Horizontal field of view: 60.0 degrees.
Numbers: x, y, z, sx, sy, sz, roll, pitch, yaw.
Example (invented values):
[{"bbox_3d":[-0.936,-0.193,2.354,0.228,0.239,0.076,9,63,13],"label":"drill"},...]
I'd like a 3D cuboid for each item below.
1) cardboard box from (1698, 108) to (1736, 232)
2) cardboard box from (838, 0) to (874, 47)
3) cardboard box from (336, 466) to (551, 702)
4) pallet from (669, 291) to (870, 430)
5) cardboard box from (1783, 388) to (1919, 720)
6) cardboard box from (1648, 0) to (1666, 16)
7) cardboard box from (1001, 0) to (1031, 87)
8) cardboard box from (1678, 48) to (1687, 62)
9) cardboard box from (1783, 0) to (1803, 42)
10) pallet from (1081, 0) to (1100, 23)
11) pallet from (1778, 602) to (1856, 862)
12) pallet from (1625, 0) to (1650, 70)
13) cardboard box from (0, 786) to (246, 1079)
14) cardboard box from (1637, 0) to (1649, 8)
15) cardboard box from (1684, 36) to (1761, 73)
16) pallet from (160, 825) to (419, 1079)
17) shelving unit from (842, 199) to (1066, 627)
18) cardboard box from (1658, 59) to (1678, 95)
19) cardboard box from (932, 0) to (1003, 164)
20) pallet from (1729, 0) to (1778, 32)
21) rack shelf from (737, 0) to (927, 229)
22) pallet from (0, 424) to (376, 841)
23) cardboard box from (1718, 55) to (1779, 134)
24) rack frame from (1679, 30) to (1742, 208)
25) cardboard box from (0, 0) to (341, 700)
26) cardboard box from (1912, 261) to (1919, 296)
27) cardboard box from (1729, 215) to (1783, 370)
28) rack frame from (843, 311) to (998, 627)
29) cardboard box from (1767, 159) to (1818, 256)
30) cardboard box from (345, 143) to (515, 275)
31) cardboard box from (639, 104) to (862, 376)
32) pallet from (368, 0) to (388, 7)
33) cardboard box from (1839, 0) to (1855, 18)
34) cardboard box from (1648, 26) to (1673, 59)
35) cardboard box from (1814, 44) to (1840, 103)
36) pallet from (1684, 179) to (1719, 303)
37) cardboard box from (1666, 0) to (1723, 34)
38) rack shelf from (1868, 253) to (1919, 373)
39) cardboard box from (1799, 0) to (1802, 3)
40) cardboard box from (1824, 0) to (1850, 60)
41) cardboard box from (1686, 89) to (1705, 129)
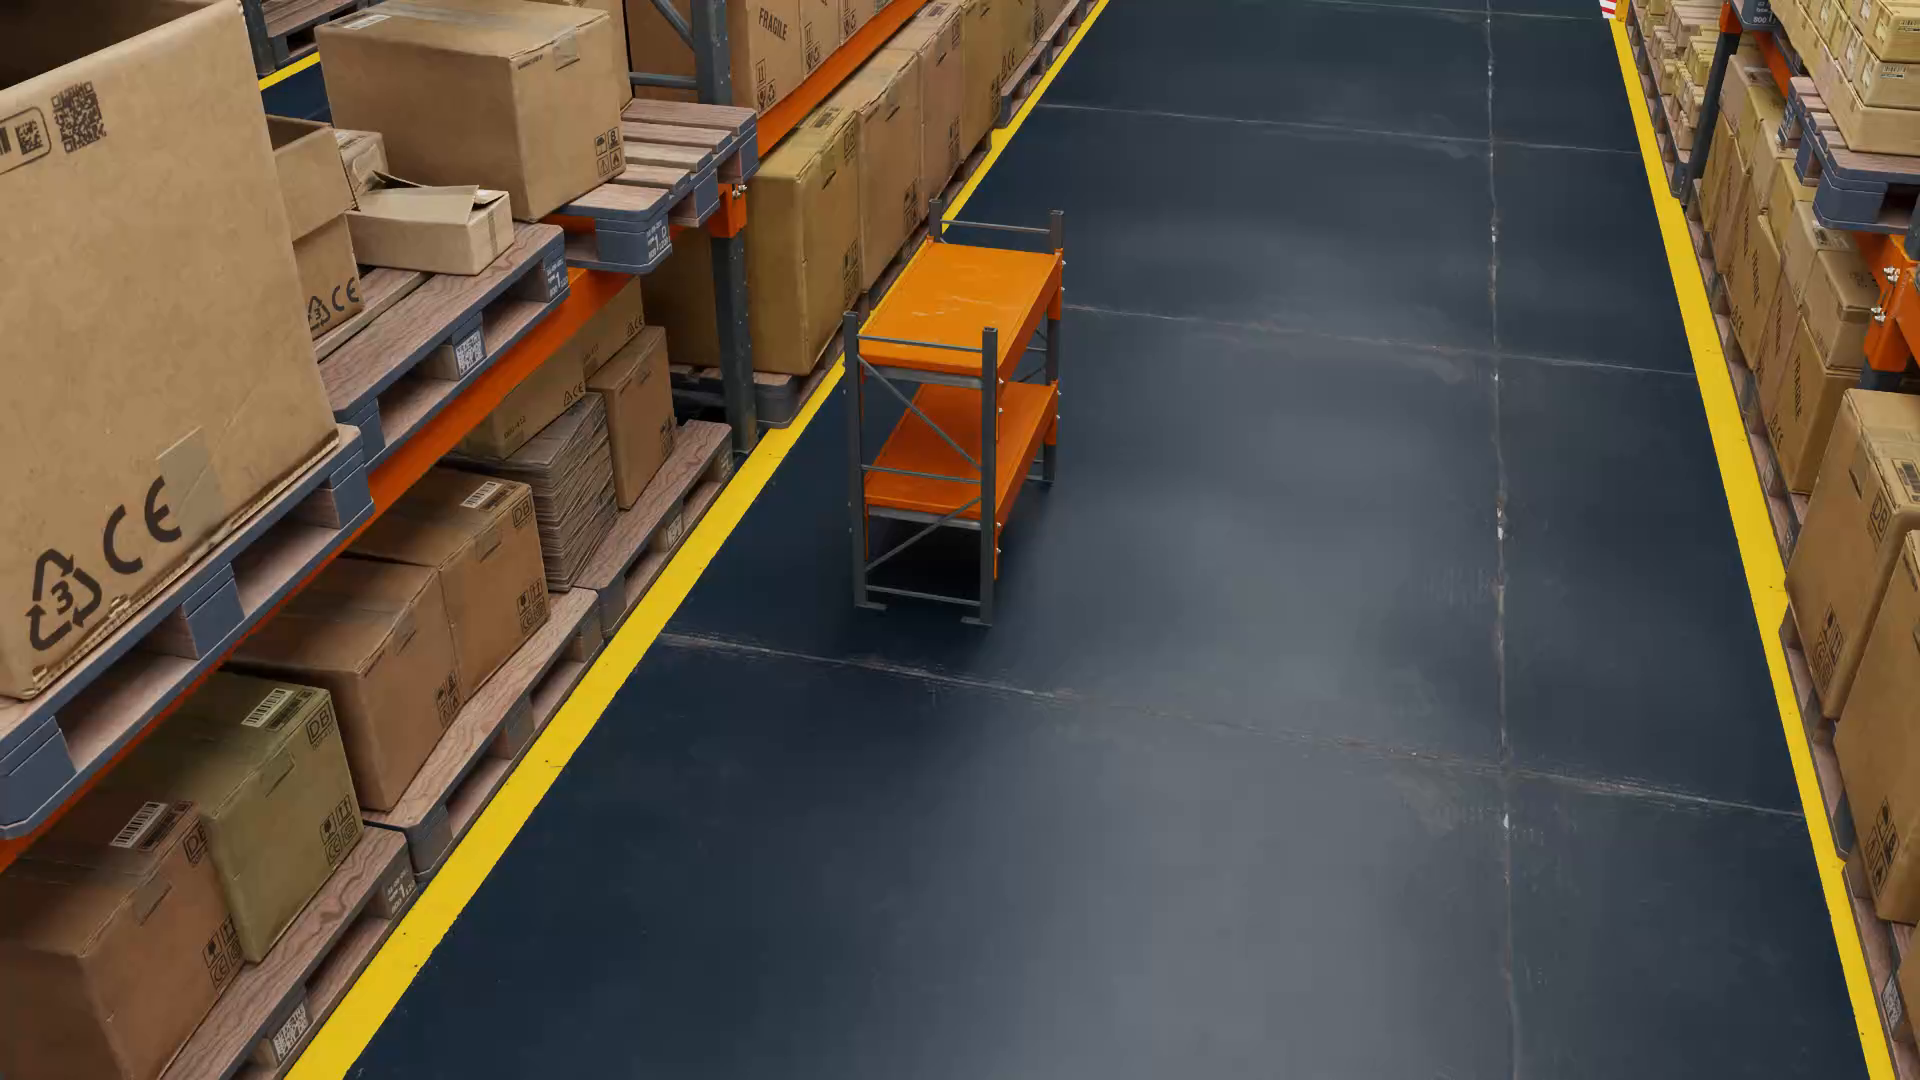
[{"bbox_3d":[4.011,-1.829,8.270,0.500,0.500,0.500,9,34,14],"label":"cardboard box"},{"bbox_3d":[-0.690,-2.498,7.290,0.500,0.500,0.500,7,33,12],"label":"cardboard box"},{"bbox_3d":[-1.749,0.098,5.220,0.700,0.500,0.500,11,34,16],"label":"cardboard box"},{"bbox_3d":[-1.059,-0.929,7.514,1.003,0.211,1.213,8,33,12],"label":"pallet"},{"bbox_3d":[3.198,0.097,5.007,1.050,0.750,0.750,8,33,12],"label":"cardboard box"},{"bbox_3d":[4.818,-3.601,11.107,0.380,0.149,0.250,9,34,14],"label":"cardboard box"},{"bbox_3d":[-0.072,-3.394,10.382,0.875,0.875,0.875,8,33,12],"label":"cardboard box"},{"bbox_3d":[4.539,-2.896,9.998,0.380,0.149,0.250,9,33,14],"label":"cardboard box"},{"bbox_3d":[3.451,-2.033,6.495,0.380,0.149,0.250,9,34,14],"label":"cardboard box"},{"bbox_3d":[0.571,-4.255,12.747,1.003,0.211,1.213,8,33,12],"label":"pallet"},{"bbox_3d":[3.167,0.597,5.114,1.003,0.211,1.213,8,33,12],"label":"pallet"},{"bbox_3d":[5.210,-3.497,11.554,1.003,0.211,1.213,8,33,12],"label":"pallet"},{"bbox_3d":[-2.171,0.923,3.922,0.700,0.500,0.500,6,33,9],"label":"cardboard box"},{"bbox_3d":[5.027,-3.876,11.817,0.380,0.149,0.250,9,33,13],"label":"cardboard box"},{"bbox_3d":[4.376,-2.768,9.519,0.380,0.149,0.250,8,33,12],"label":"cardboard box"},{"bbox_3d":[-2.151,1.142,4.257,1.003,0.211,1.213,8,33,12],"label":"pallet"},{"bbox_3d":[0.002,-0.478,5.954,0.538,1.125,1.048,8,33,12],"label":"shelving unit"},{"bbox_3d":[4.487,-2.816,10.149,0.380,0.149,0.250,8,33,12],"label":"cardboard box"},{"bbox_3d":[-0.460,-2.728,9.334,1.225,0.875,0.875,8,33,13],"label":"cardboard box"},{"bbox_3d":[4.120,-2.597,7.717,1.003,0.211,1.213,8,33,12],"label":"pallet"},{"bbox_3d":[-0.825,-2.441,7.964,1.077,0.370,4.000,8,33,12],"label":"rack shelf"},{"bbox_3d":[-2.013,0.073,3.517,1.003,0.211,1.213,8,33,12],"label":"pallet"},{"bbox_3d":[4.012,-2.146,8.069,0.500,0.250,0.500,7,33,10],"label":"cardboard box"},{"bbox_3d":[4.455,-3.054,8.259,1.000,3.000,0.127,8,33,12],"label":"rack frame"},{"bbox_3d":[-2.010,-0.454,3.218,1.000,1.000,1.000,8,33,13],"label":"cardboard box"},{"bbox_3d":[3.065,-0.825,4.658,0.500,0.500,0.500,8,33,13],"label":"cardboard box"},{"bbox_3d":[3.608,-1.024,7.003,0.500,0.500,0.500,7,33,10],"label":"cardboard box"},{"bbox_3d":[-0.127,-0.214,5.539,0.500,1.125,0.032,8,33,12],"label":"rack frame"},{"bbox_3d":[3.621,-1.333,6.791,0.500,0.250,0.500,9,33,14],"label":"cardboard box"},{"bbox_3d":[-1.494,-0.925,4.643,0.396,0.266,0.258,7,33,11],"label":"cardboard box"},{"bbox_3d":[-1.137,-1.342,7.155,1.225,0.875,0.875,7,33,10],"label":"cardboard box"},{"bbox_3d":[-4.651,-4.302,12.820,1.003,0.211,1.213,8,33,12],"label":"pallet"},{"bbox_3d":[3.253,-1.884,5.705,0.380,0.149,0.250,9,34,14],"label":"cardboard box"},{"bbox_3d":[4.693,-3.219,10.783,0.380,0.149,0.250,6,33,10],"label":"cardboard box"},{"bbox_3d":[3.250,-1.631,5.862,0.380,0.149,0.250,9,33,13],"label":"cardboard box"},{"bbox_3d":[4.259,-1.473,8.371,1.003,0.211,1.213,8,33,12],"label":"pallet"},{"bbox_3d":[4.553,-3.186,10.178,0.380,0.149,0.250,7,33,11],"label":"cardboard box"},{"bbox_3d":[2.932,0.363,3.554,1.077,0.370,4.000,8,33,12],"label":"rack shelf"},{"bbox_3d":[3.450,-2.163,6.423,0.380,0.149,0.250,9,34,14],"label":"cardboard box"},{"bbox_3d":[3.255,-1.769,5.803,0.380,0.149,0.250,9,33,14],"label":"cardboard box"},{"bbox_3d":[4.227,-2.361,9.156,0.380,0.149,0.250,9,33,13],"label":"cardboard box"}]
